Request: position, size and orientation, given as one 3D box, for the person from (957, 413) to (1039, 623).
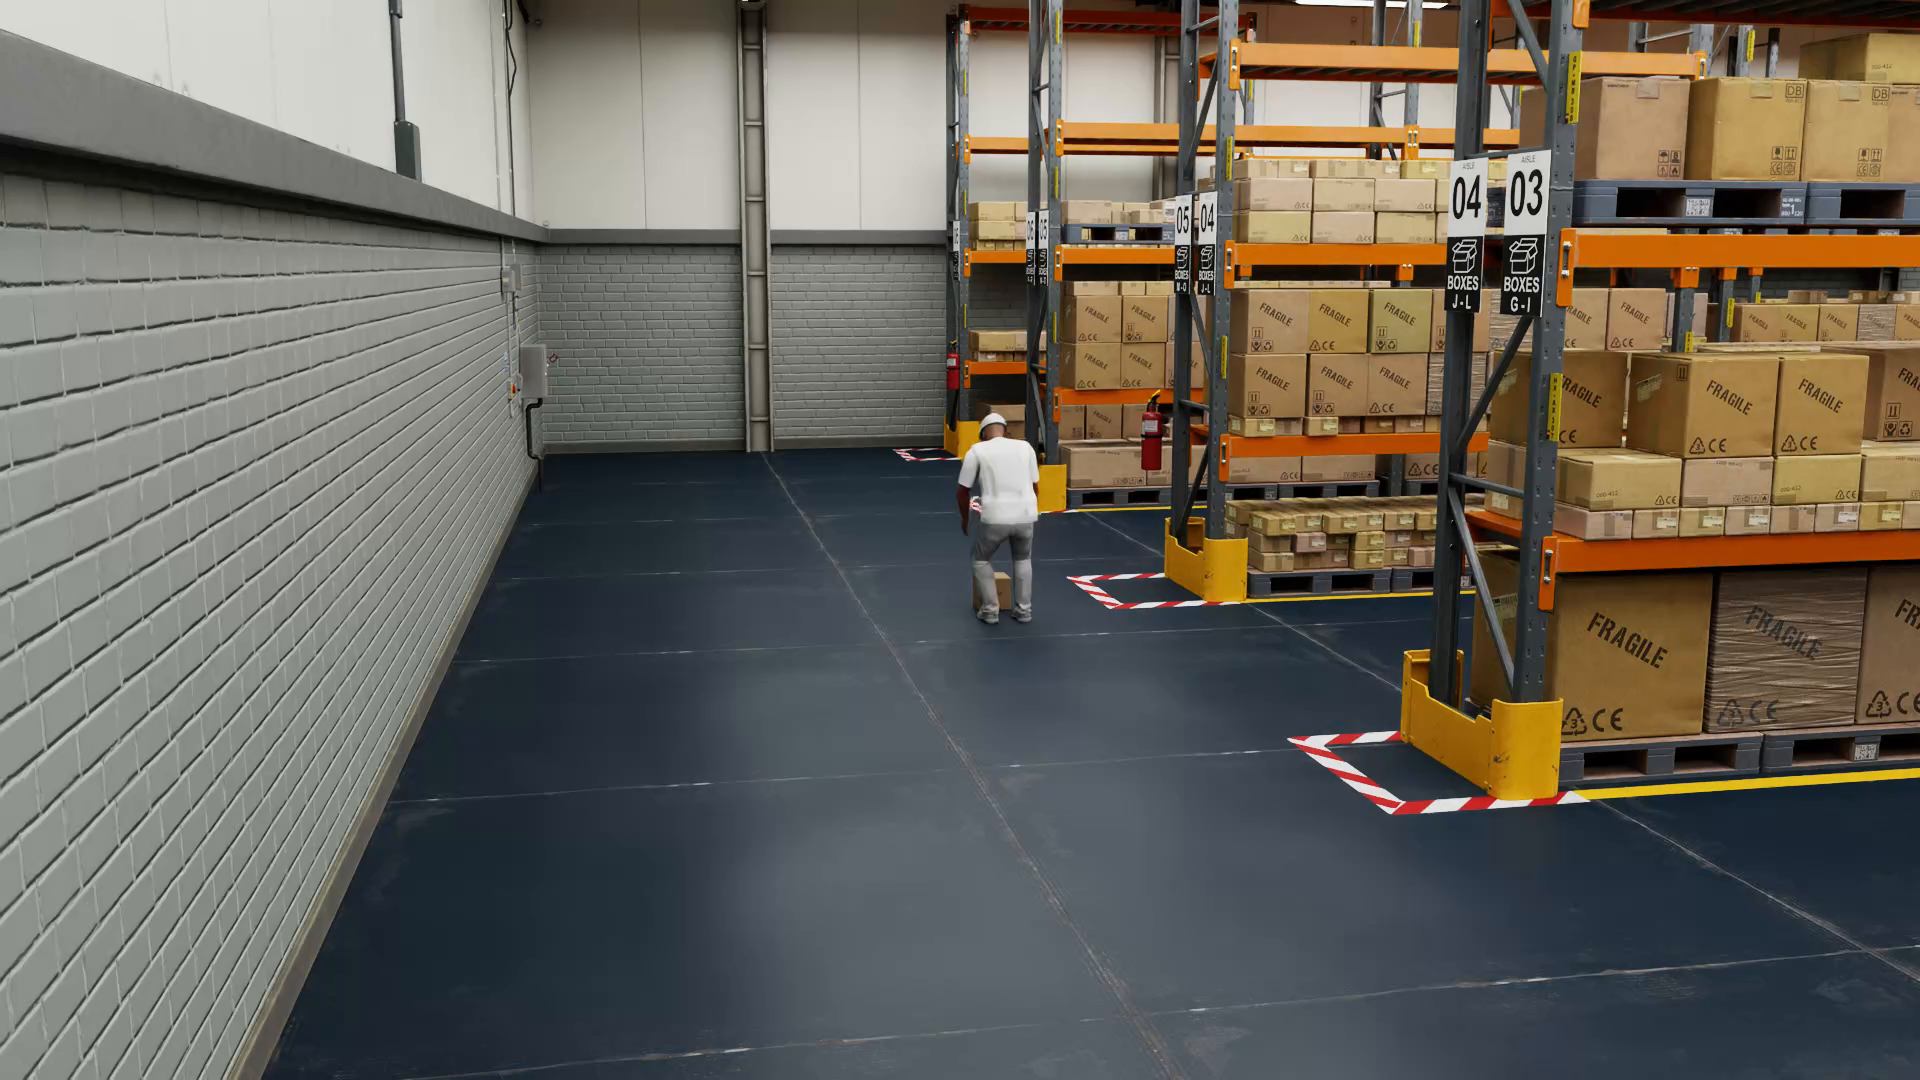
[{"bbox_3d":[0.294,-0.164,12.463,0.625,1.543,0.666,-2,10,-10],"label":"person"}]
